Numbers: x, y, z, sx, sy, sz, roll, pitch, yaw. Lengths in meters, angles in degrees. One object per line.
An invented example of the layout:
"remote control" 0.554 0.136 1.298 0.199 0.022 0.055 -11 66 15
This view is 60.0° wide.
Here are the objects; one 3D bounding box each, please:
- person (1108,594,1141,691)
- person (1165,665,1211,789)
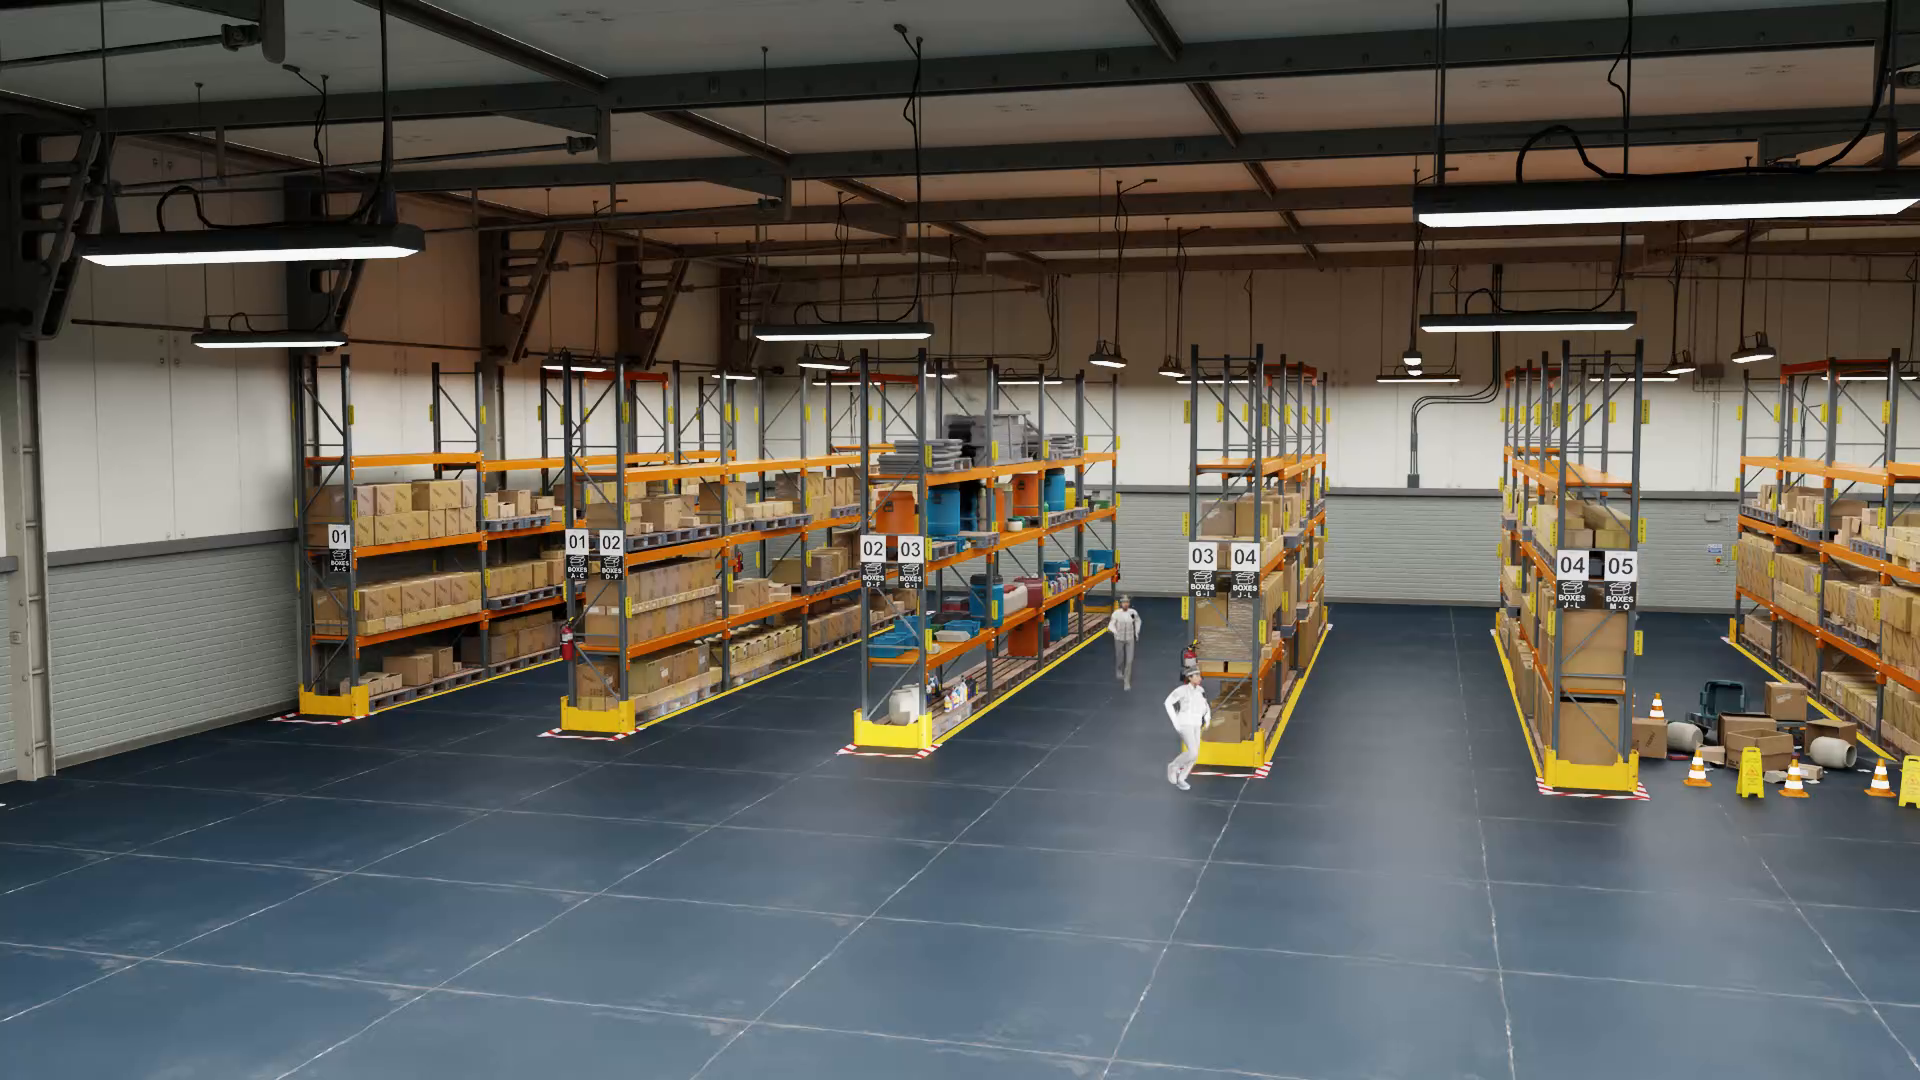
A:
"person" 2.937 1.786 29.610 0.600 1.681 0.892 0 4 1
"person" 3.122 2.516 22.383 0.660 1.642 0.484 -4 6 -40
